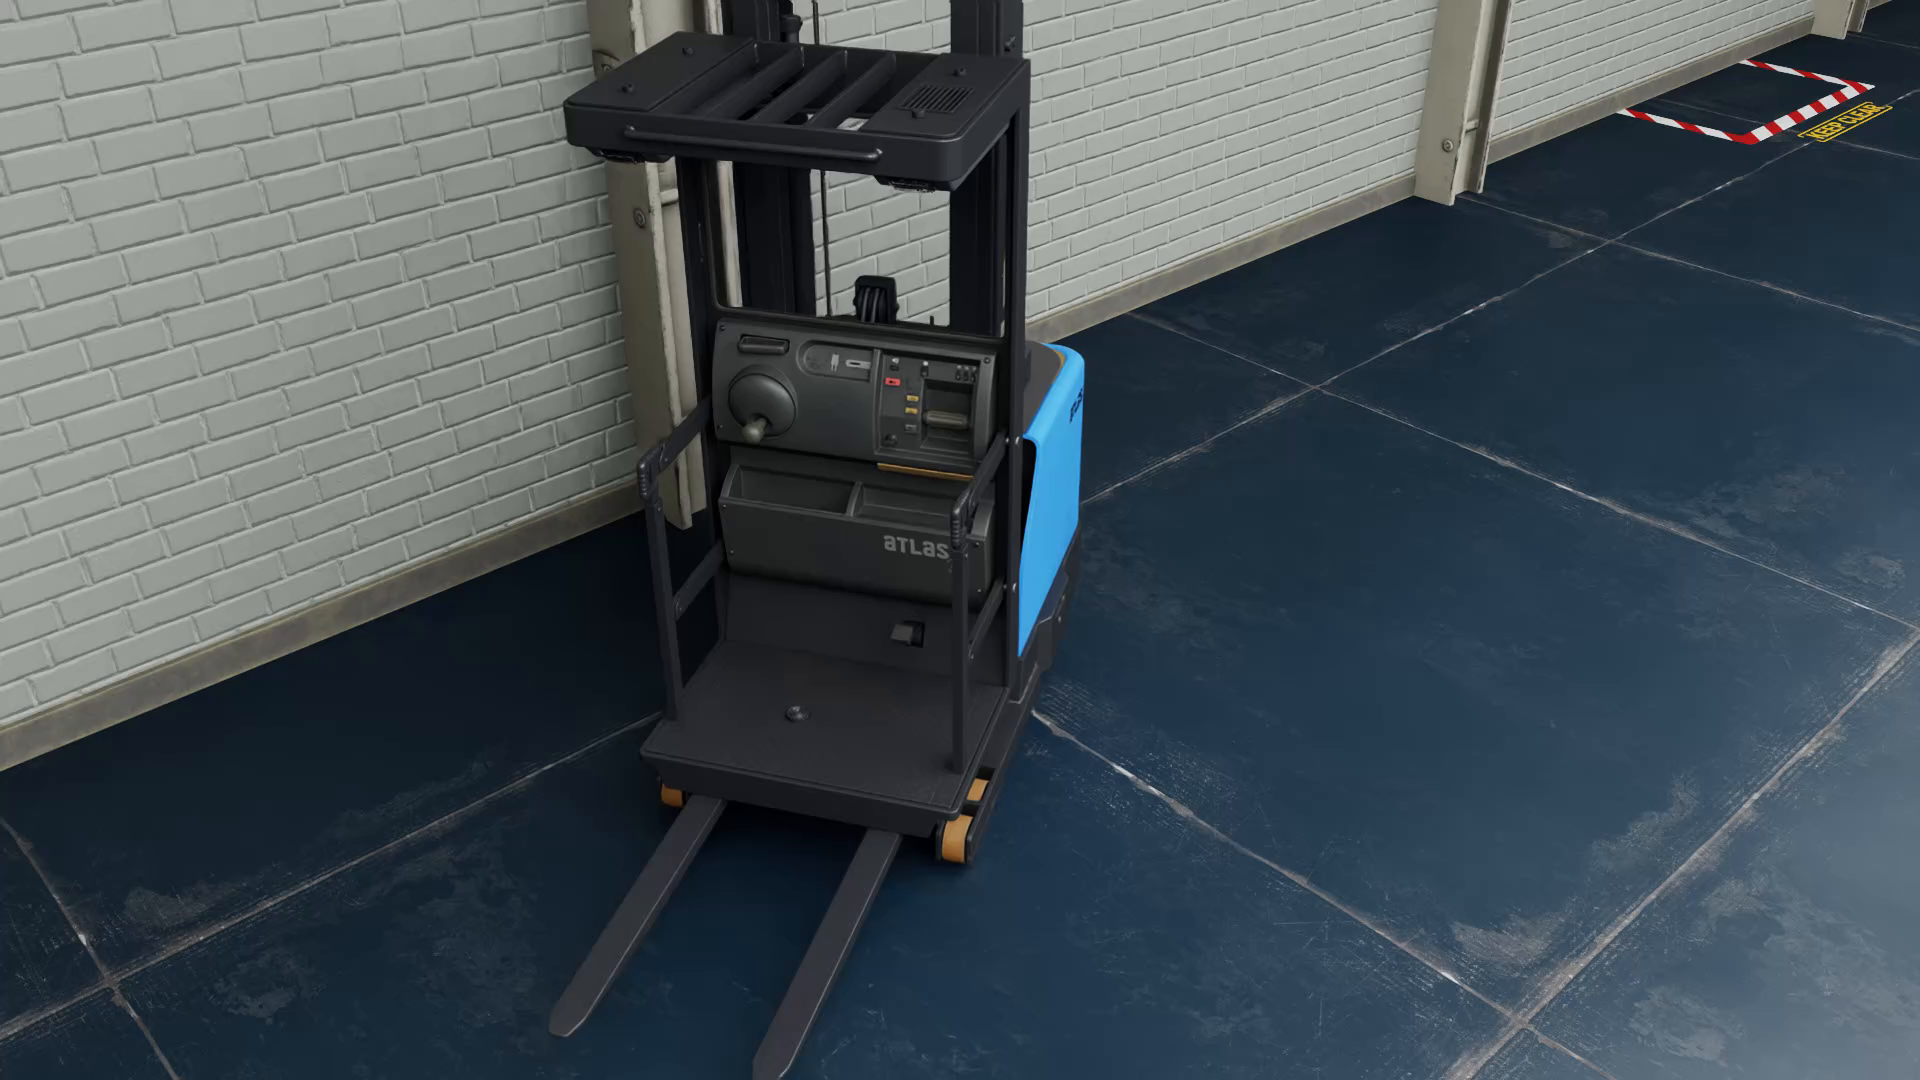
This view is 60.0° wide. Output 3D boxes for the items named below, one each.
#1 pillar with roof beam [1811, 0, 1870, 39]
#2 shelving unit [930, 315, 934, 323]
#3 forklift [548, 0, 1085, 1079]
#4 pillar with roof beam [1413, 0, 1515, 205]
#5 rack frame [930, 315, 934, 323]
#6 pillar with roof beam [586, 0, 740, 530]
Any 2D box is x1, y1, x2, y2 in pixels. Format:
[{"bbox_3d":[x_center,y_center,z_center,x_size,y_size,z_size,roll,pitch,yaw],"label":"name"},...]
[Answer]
[{"bbox_3d":[10.545,-6.621,9.452,0.400,9.000,9.100,-26,40,-35],"label":"pillar with roof beam"},{"bbox_3d":[0.039,-0.467,7.007,0.252,1.050,0.215,-26,40,-35],"label":"shelving unit"},{"bbox_3d":[-0.403,-0.410,5.111,1.130,2.935,3.031,9,32,14],"label":"forklift"},{"bbox_3d":[6.145,-4.493,5.971,0.400,9.000,9.100,-26,40,-35],"label":"pillar with roof beam"},{"bbox_3d":[-0.050,-0.424,6.936,0.008,1.050,0.200,-26,40,-35],"label":"rack frame"},{"bbox_3d":[1.746,-2.364,2.491,0.400,9.000,9.100,-26,40,-35],"label":"pillar with roof beam"}]
